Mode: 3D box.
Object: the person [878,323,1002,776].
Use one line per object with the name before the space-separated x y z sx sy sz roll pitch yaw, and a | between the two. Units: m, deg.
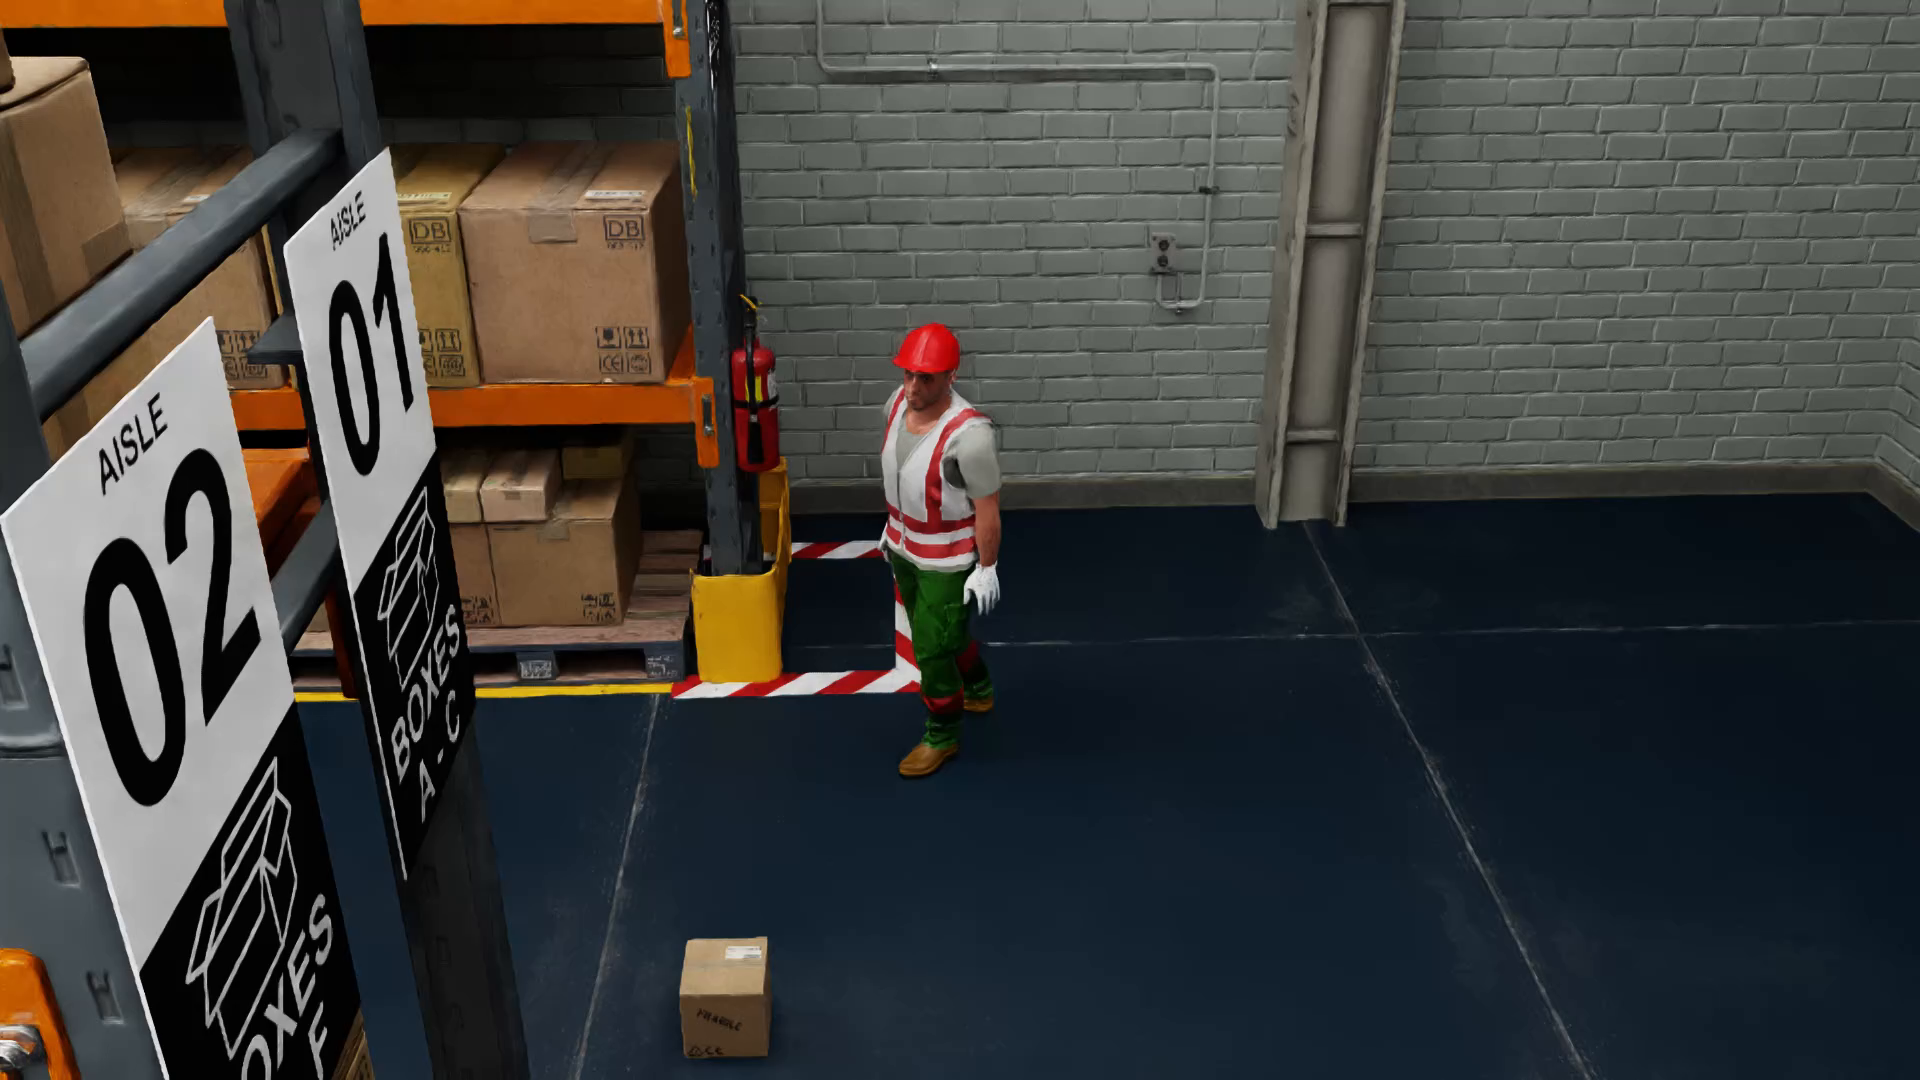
person | -0.040 0.013 6.072 0.562 1.777 0.584 -20 33 -33
